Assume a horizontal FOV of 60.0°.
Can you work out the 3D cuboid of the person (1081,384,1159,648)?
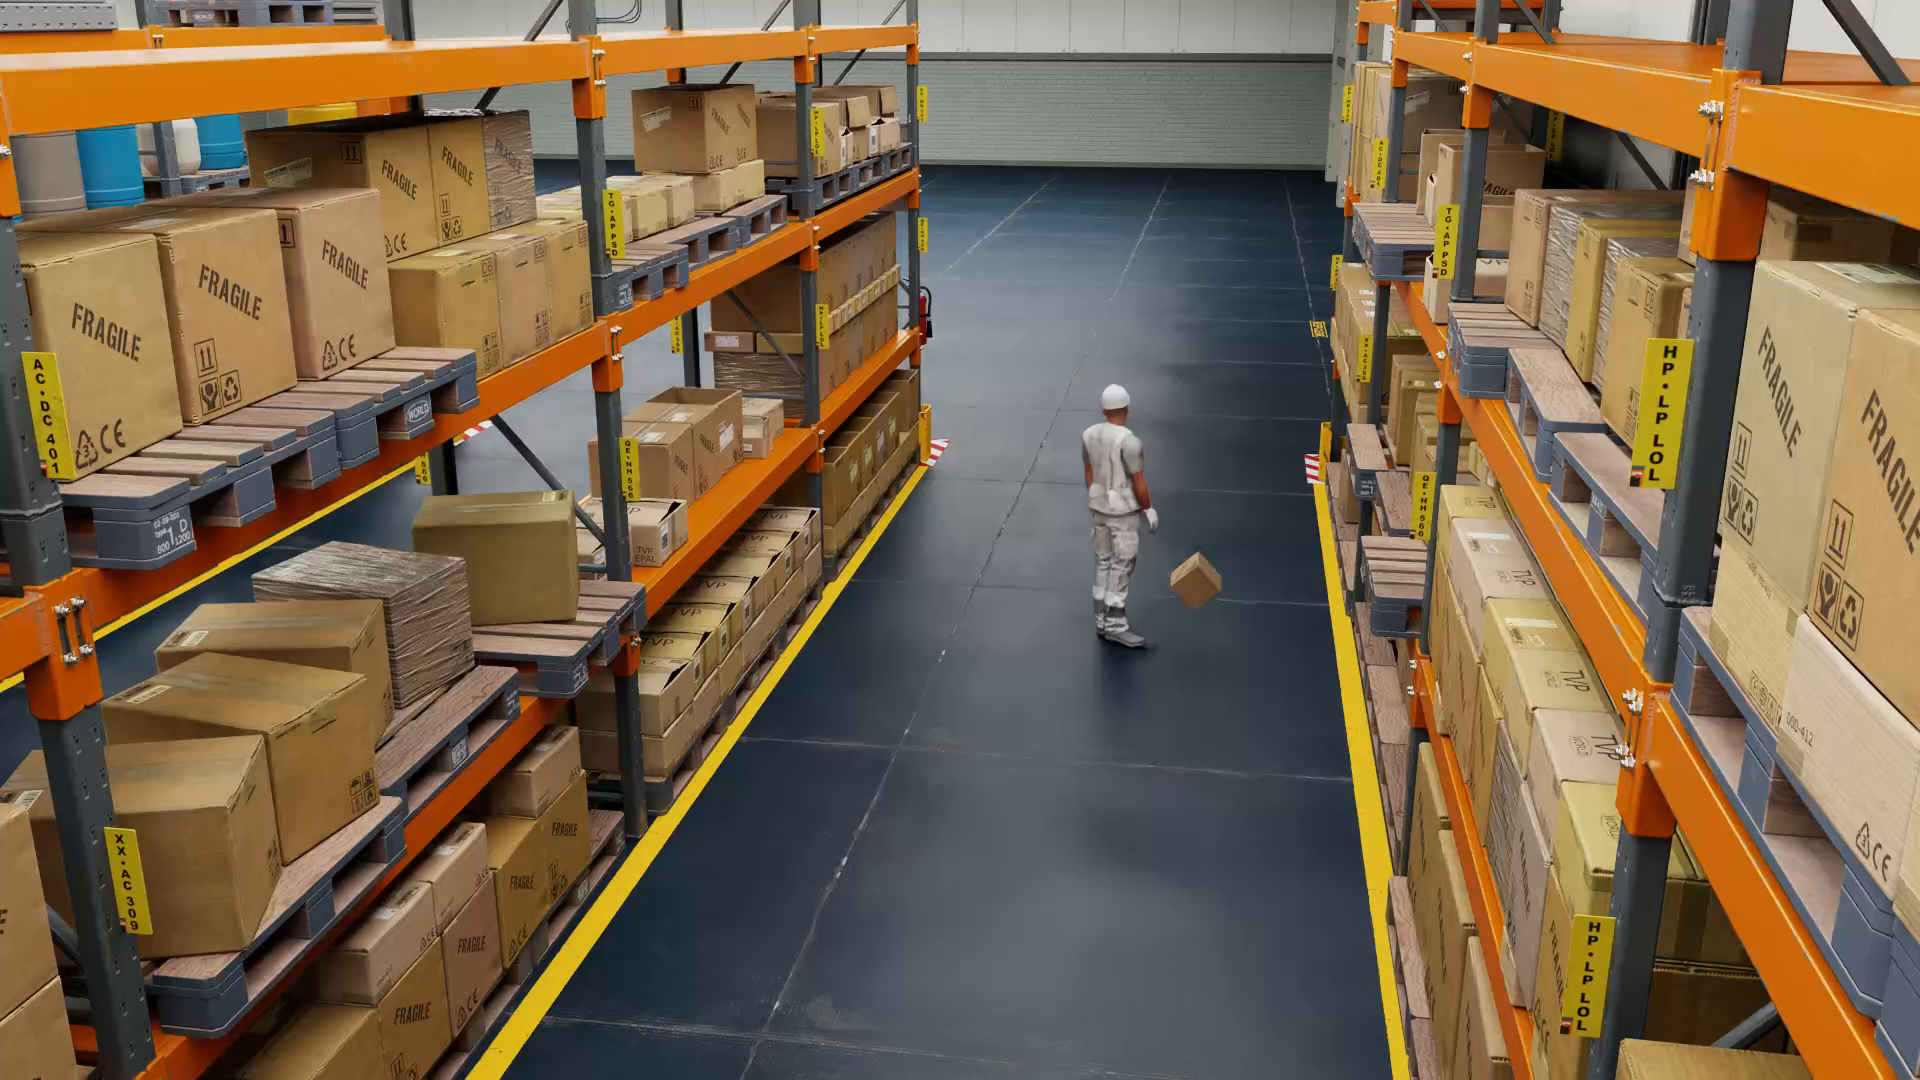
[{"bbox_3d":[1.124,-0.191,11.551,0.383,1.791,0.632,-12,21,-34],"label":"person"}]
